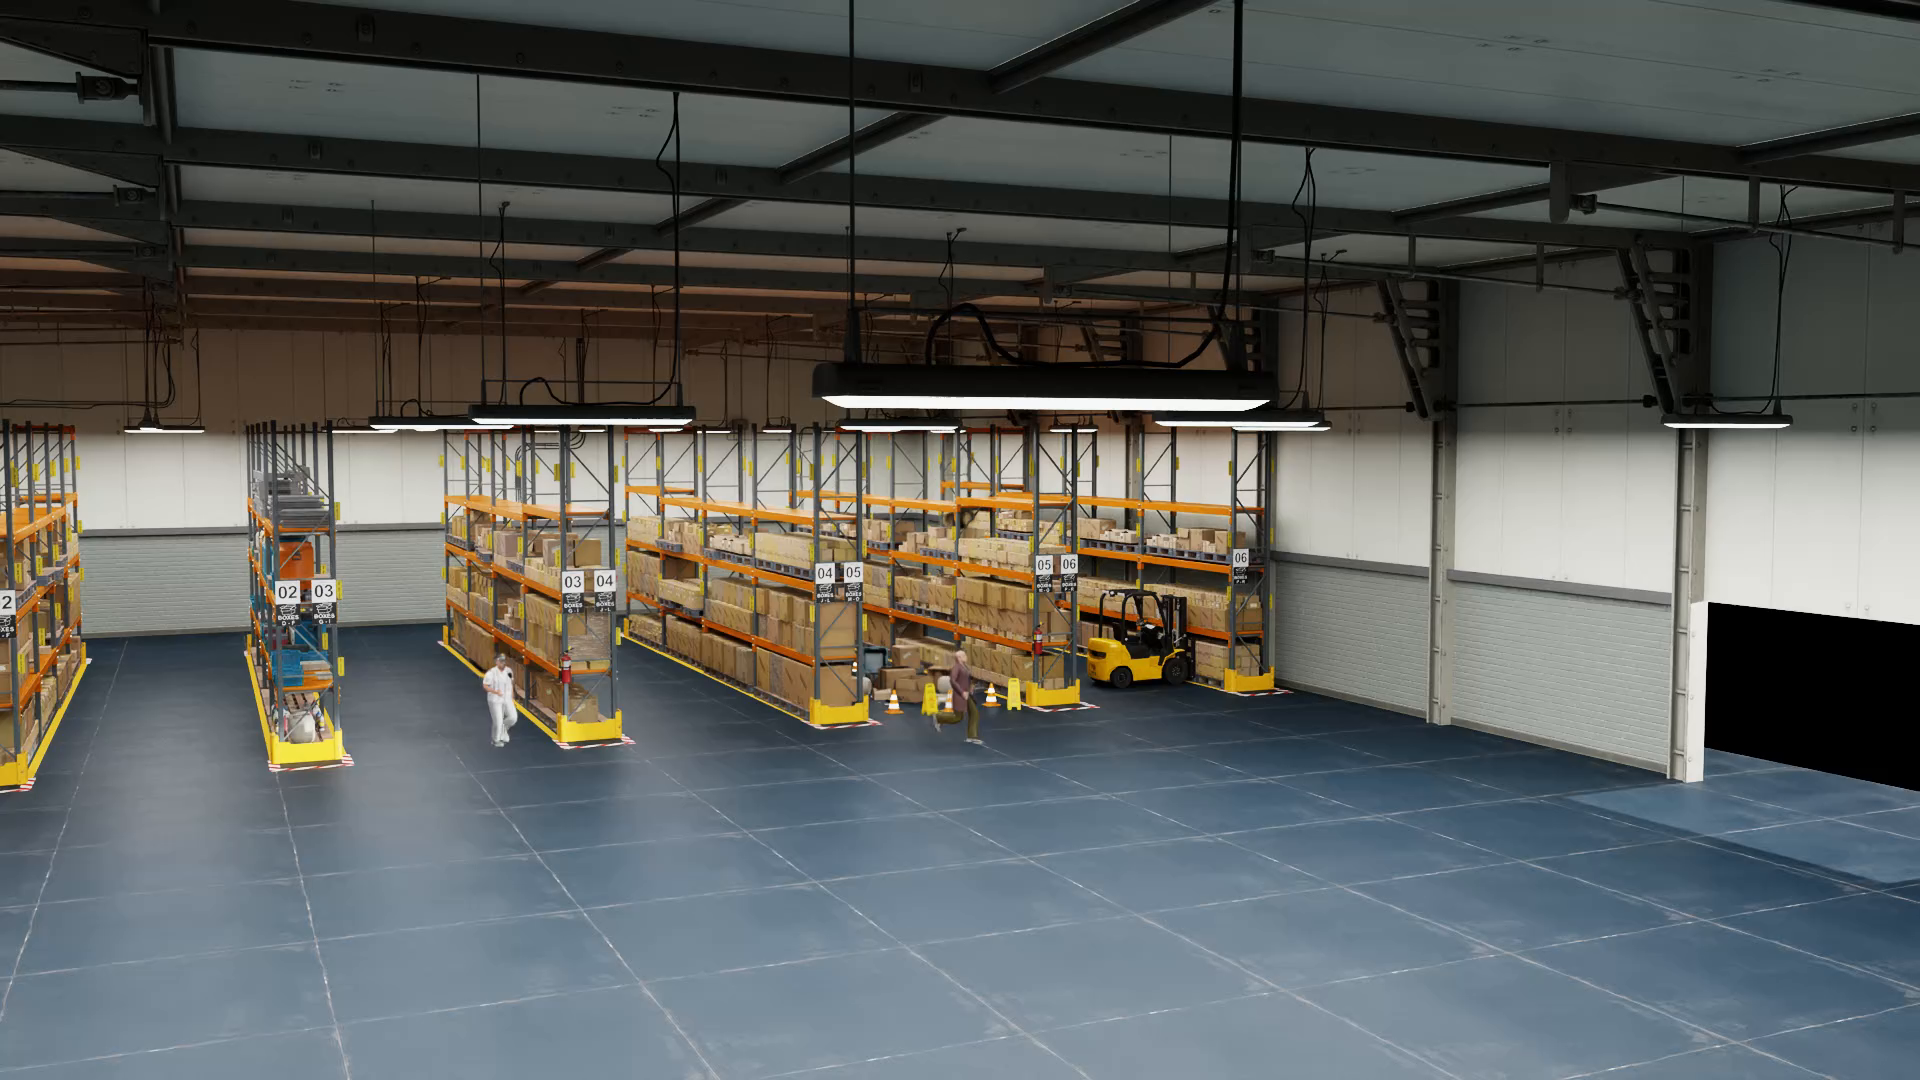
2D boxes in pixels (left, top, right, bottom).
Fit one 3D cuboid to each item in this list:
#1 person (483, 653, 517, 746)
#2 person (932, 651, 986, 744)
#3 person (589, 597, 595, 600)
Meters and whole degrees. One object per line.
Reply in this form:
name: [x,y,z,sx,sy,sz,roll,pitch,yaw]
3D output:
person: [-8.433,2.942,30.635,0.682,1.737,0.616,-3,5,-43]
person: [-0.011,2.933,31.022,1.009,1.752,0.702,2,4,24]
person: [-10.459,1.836,47.901,0.689,1.764,0.809,3,4,37]
